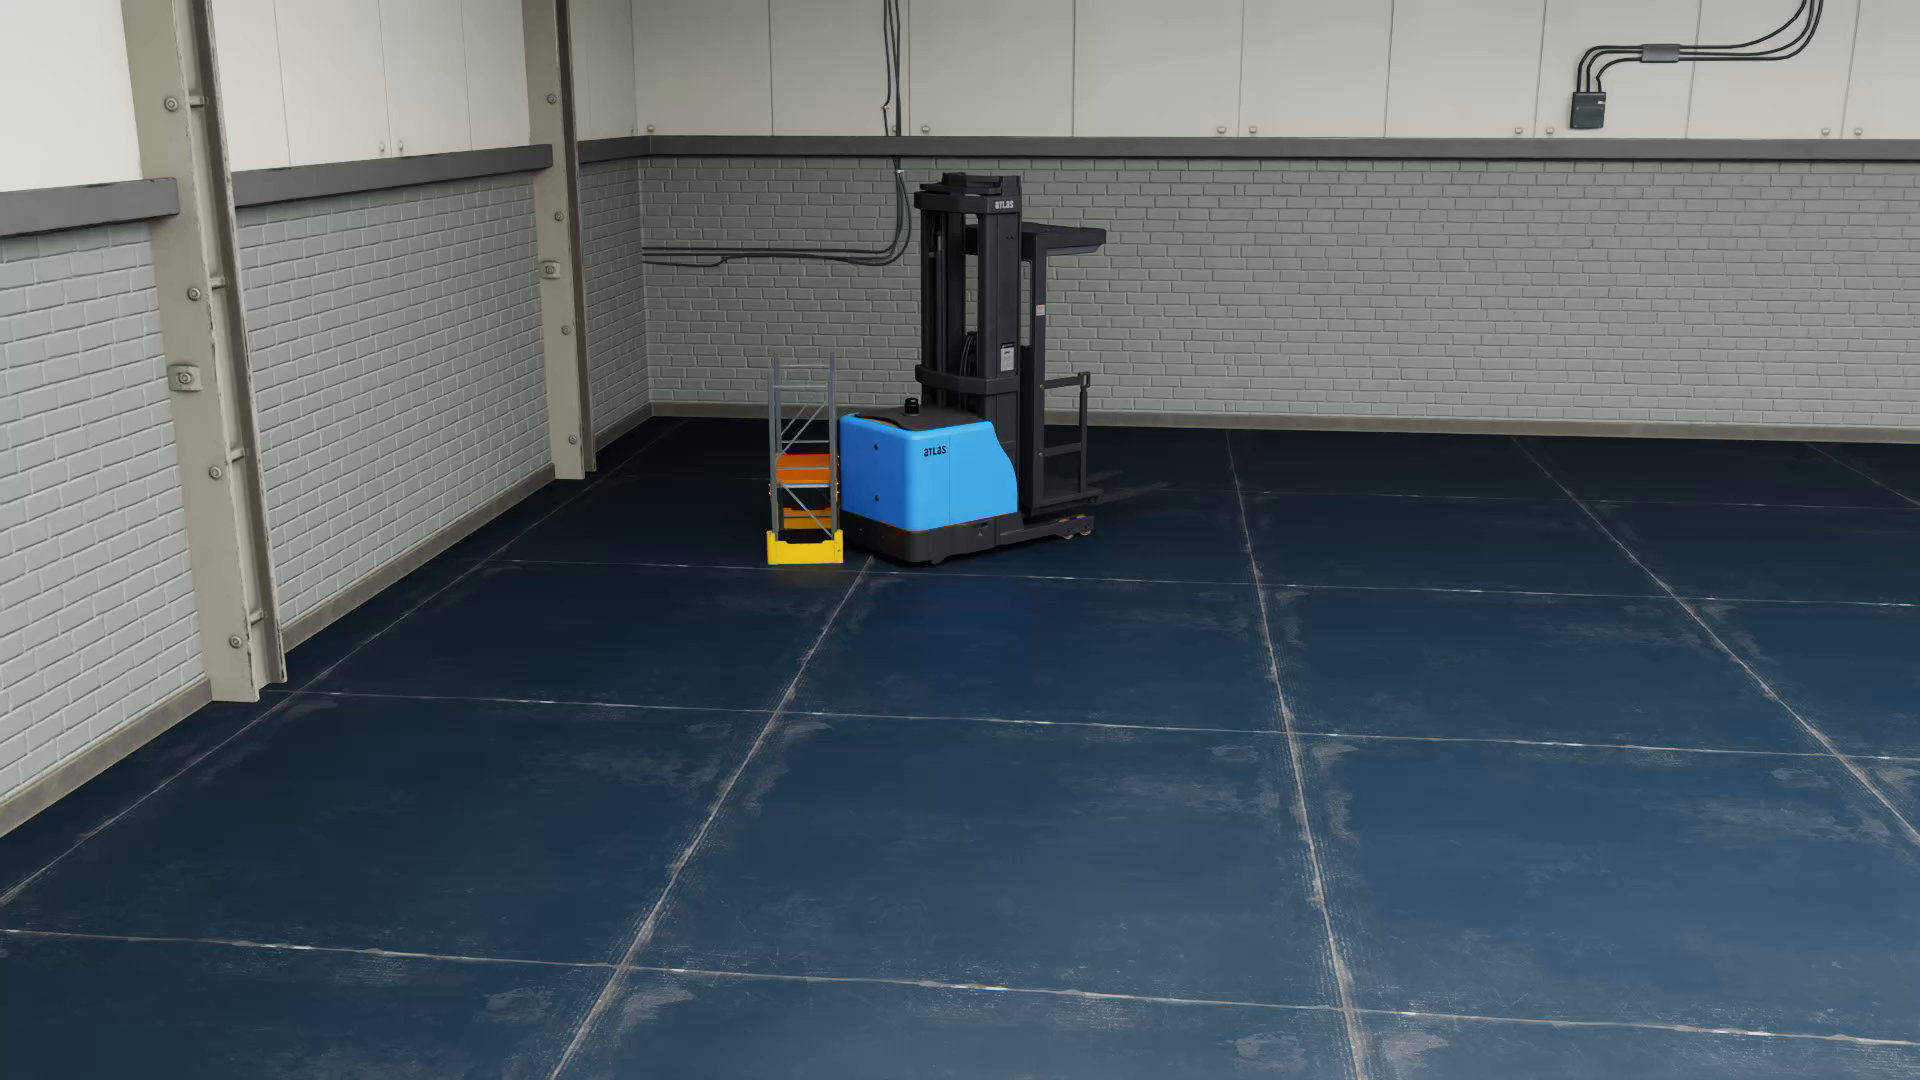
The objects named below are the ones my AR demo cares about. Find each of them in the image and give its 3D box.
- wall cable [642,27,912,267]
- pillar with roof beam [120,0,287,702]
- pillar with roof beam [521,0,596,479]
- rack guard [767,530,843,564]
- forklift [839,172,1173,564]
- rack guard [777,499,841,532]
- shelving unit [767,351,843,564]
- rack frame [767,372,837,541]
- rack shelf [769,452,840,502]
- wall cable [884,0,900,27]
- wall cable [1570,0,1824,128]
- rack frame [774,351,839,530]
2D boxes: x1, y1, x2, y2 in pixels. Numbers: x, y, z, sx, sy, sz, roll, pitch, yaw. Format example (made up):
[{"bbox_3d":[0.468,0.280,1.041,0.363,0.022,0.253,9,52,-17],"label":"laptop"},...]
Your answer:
[{"bbox_3d":[-2.064,-4.203,17.915,3.097,2.526,0.112,2,15,6],"label":"wall cable"},{"bbox_3d":[-0.110,-3.294,8.604,9.100,9.000,0.400,2,15,6],"label":"pillar with roof beam"},{"bbox_3d":[0.567,-4.850,14.359,9.100,9.000,0.400,2,15,6],"label":"pillar with roof beam"},{"bbox_3d":[-1.210,0.054,12.983,0.587,0.250,0.087,-1,15,-3],"label":"rack guard"},{"bbox_3d":[0.490,-1.518,13.660,3.031,2.935,1.130,-12,19,-37],"label":"forklift"},{"bbox_3d":[-1.271,-0.205,13.942,0.587,0.250,0.087,-1,15,-3],"label":"rack guard"},{"bbox_3d":[-1.241,-0.679,13.300,0.587,1.500,1.083,-1,15,-3],"label":"shelving unit"},{"bbox_3d":[-1.210,-0.549,12.818,0.500,1.500,0.032,-1,15,-3],"label":"rack frame"},{"bbox_3d":[-1.241,-0.508,13.355,0.538,0.185,1.000,-1,15,-3],"label":"rack shelf"},{"bbox_3d":[0.624,-6.561,16.961,3.097,2.526,0.112,2,15,6],"label":"wall cable"},{"bbox_3d":[7.367,-7.060,16.017,2.305,6.003,0.169,2,15,6],"label":"wall cable"},{"bbox_3d":[-1.272,-0.814,13.798,0.500,1.500,0.032,-1,15,-3],"label":"rack frame"}]
